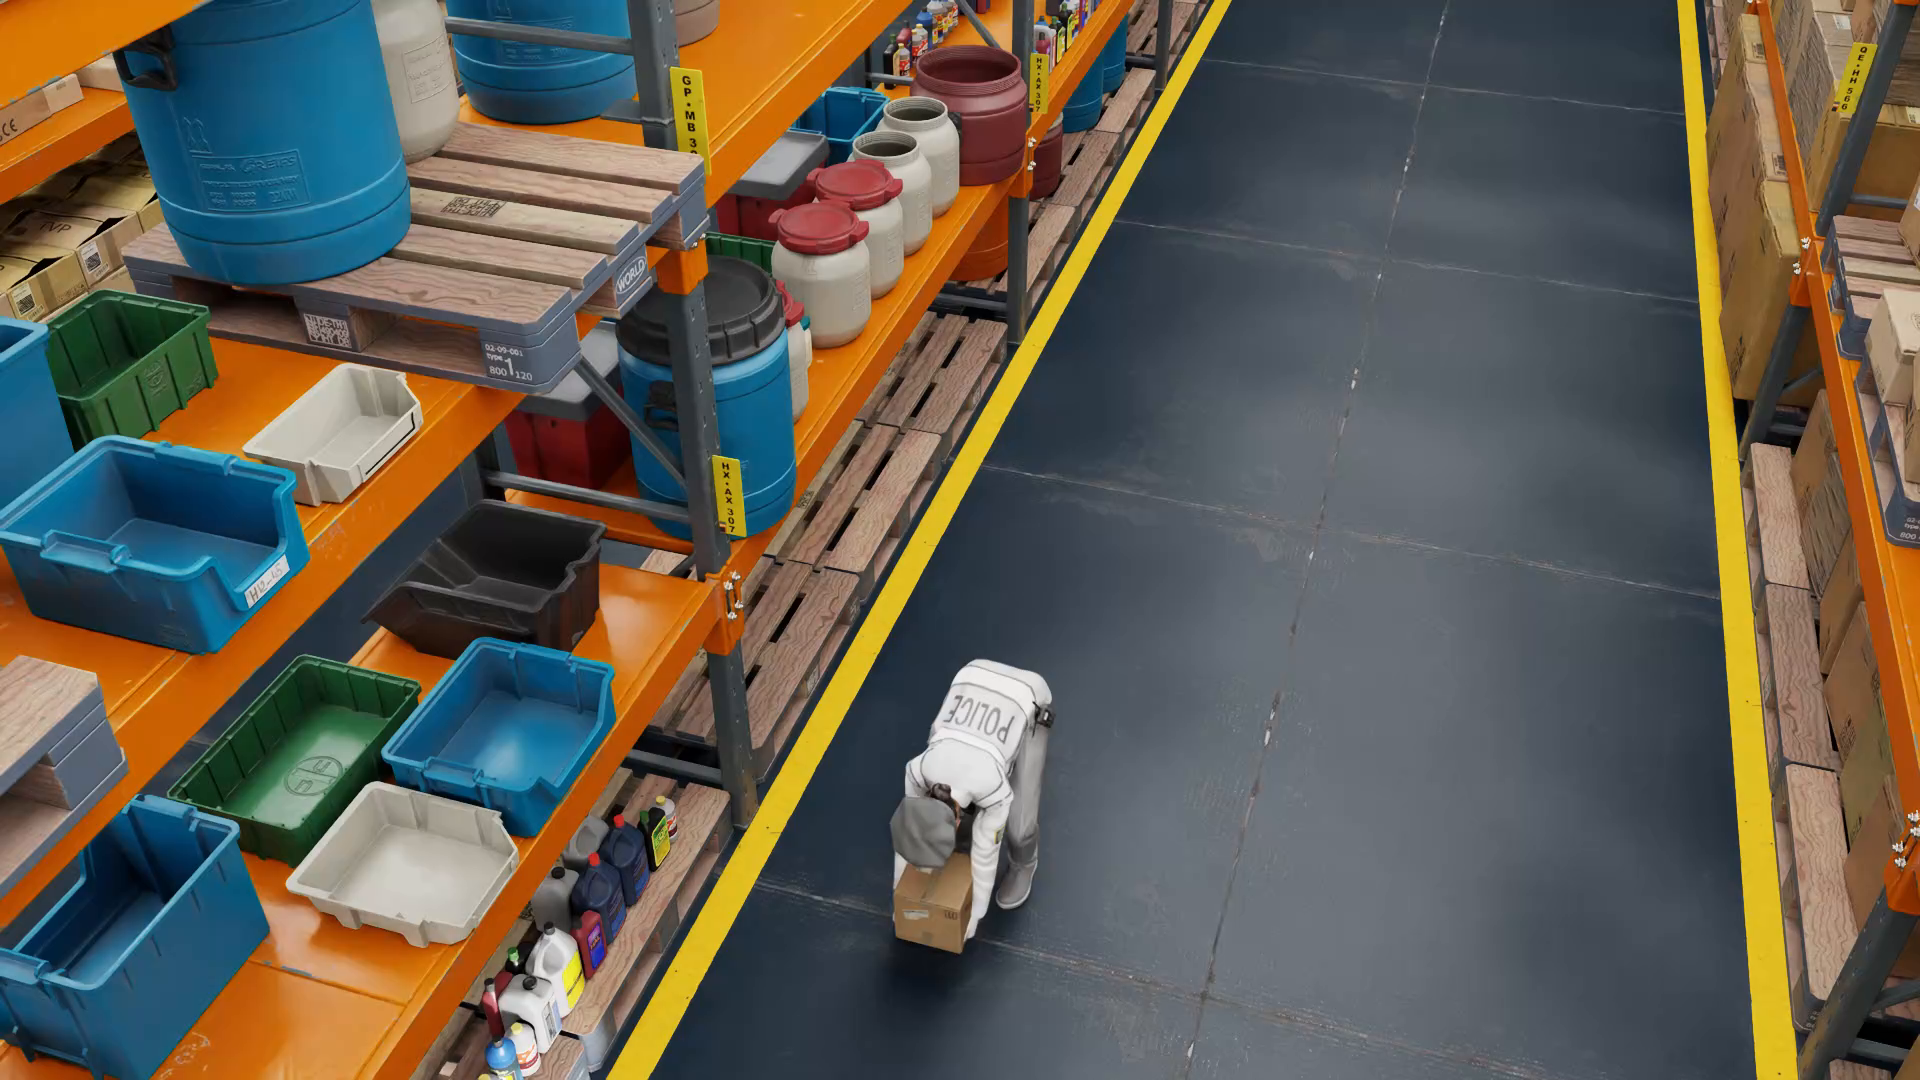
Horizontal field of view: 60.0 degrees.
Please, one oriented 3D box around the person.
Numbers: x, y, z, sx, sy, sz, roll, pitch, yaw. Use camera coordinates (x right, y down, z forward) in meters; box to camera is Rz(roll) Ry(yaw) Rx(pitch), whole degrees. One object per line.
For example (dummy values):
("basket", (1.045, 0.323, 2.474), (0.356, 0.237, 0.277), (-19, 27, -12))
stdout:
("person", (0.040, 1.027, 6.098), (0.431, 0.990, 0.912), (15, 40, 19))
